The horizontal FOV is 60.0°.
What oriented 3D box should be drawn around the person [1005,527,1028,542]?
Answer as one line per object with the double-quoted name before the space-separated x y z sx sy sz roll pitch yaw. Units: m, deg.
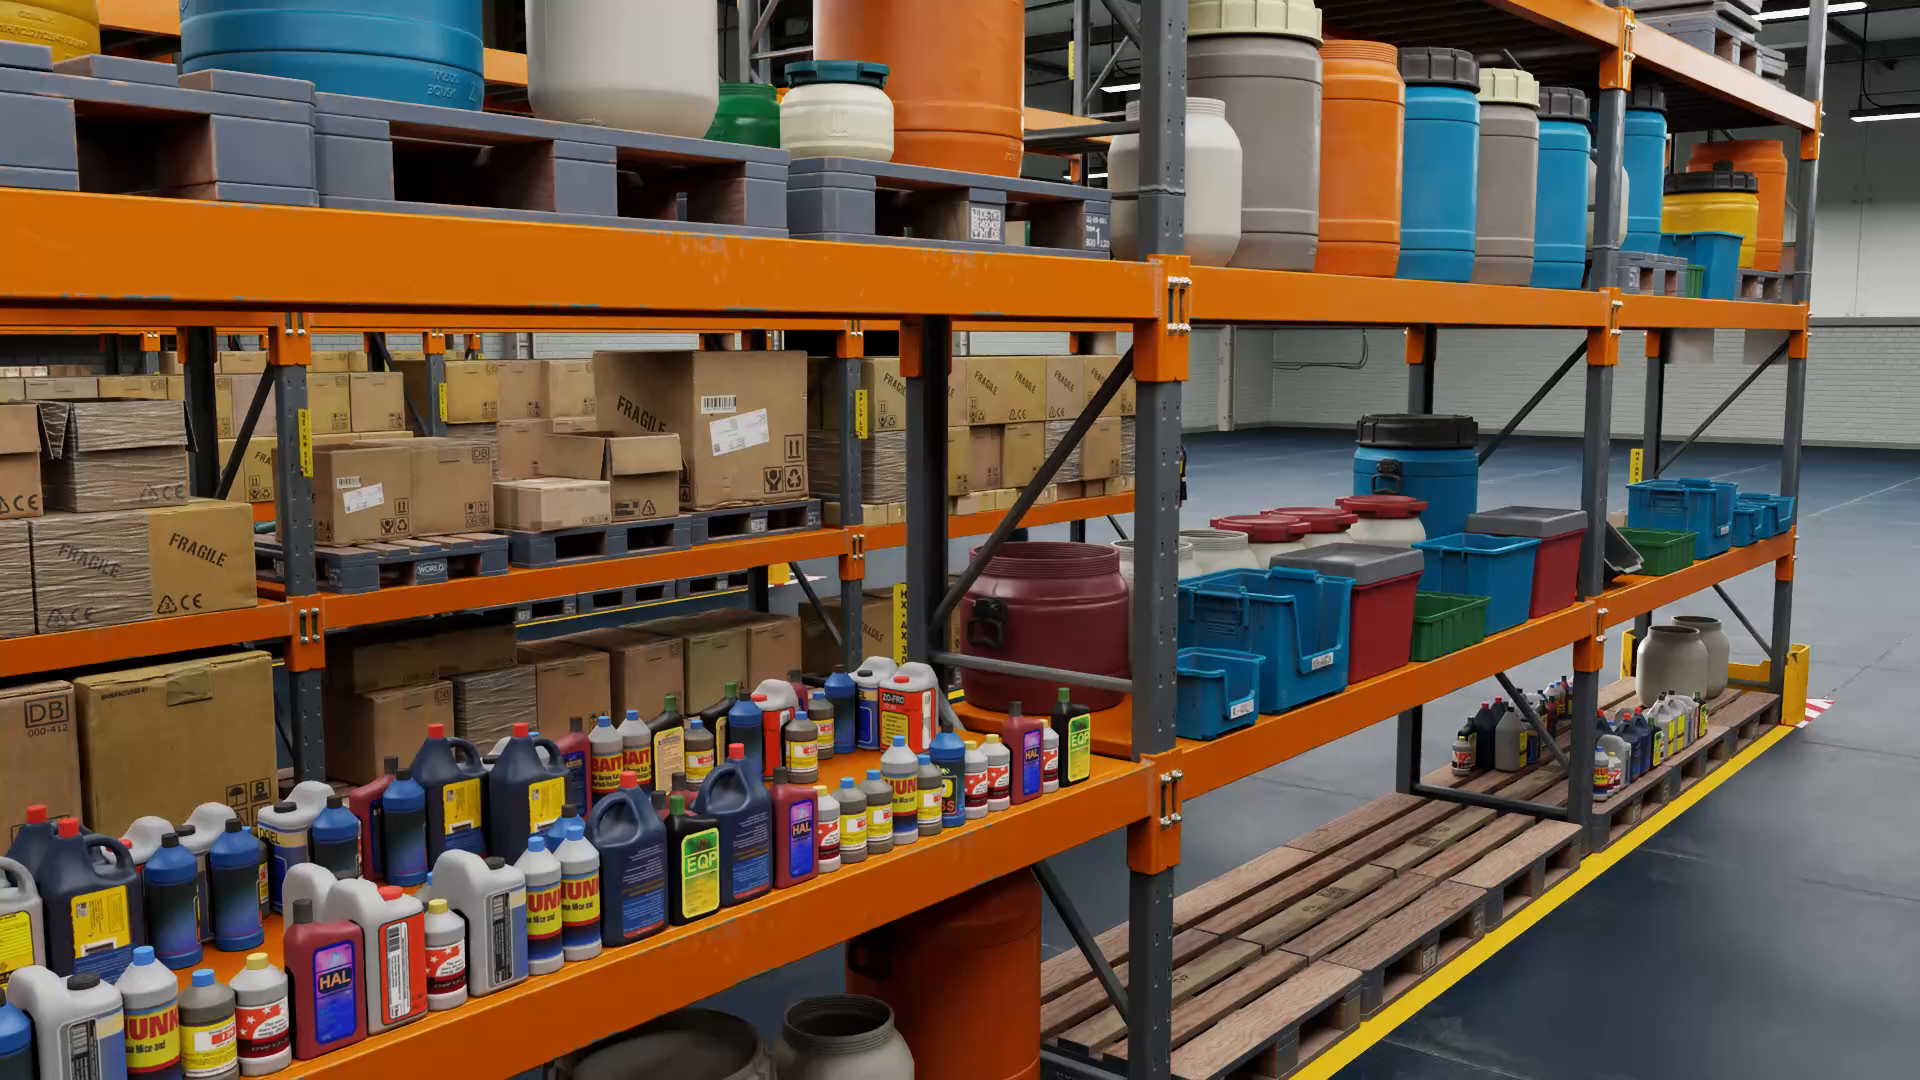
"person" 0.481 -0.136 16.042 0.407 1.589 0.299 6 9 40
